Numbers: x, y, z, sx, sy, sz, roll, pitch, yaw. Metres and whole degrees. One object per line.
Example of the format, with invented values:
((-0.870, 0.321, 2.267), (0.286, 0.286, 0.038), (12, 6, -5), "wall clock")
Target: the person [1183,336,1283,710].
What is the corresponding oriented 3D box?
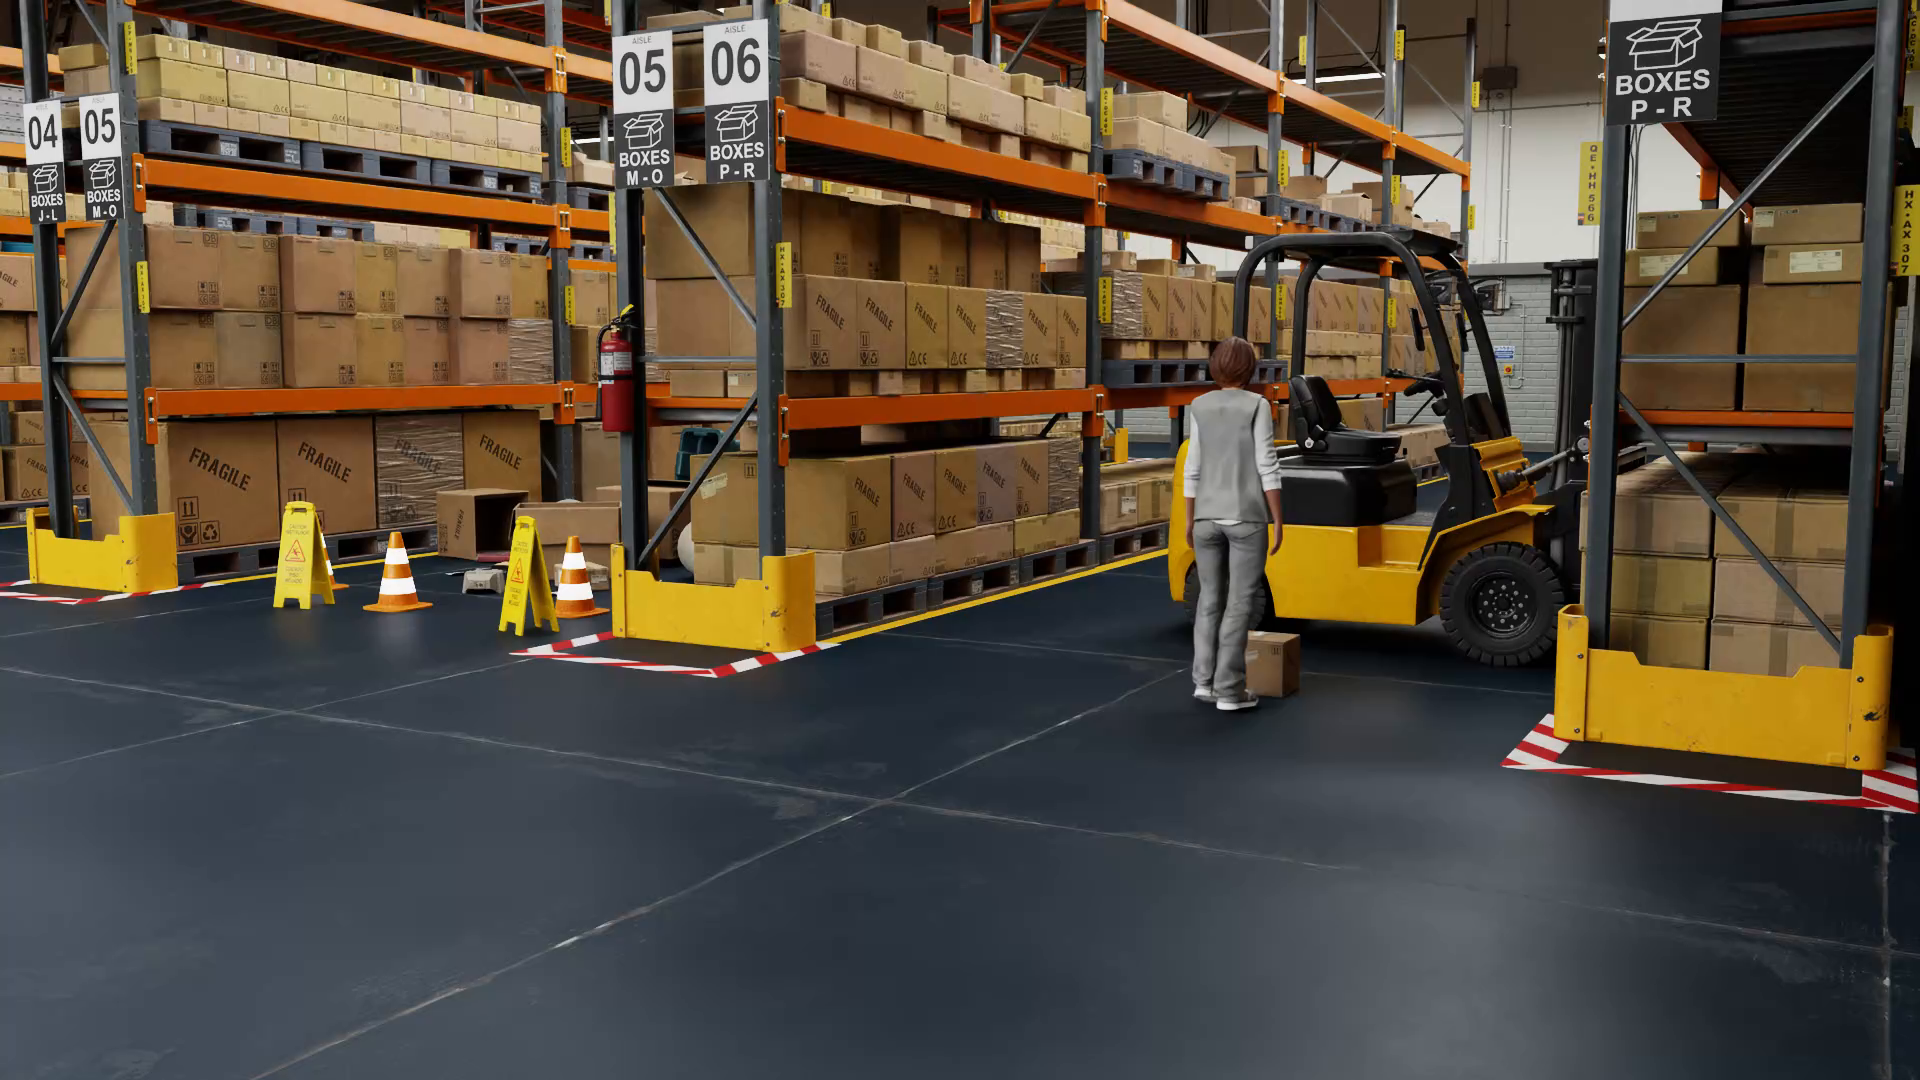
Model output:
((1.199, -0.049, 7.155), (0.442, 1.643, 0.422), (4, 8, 36), "person")
